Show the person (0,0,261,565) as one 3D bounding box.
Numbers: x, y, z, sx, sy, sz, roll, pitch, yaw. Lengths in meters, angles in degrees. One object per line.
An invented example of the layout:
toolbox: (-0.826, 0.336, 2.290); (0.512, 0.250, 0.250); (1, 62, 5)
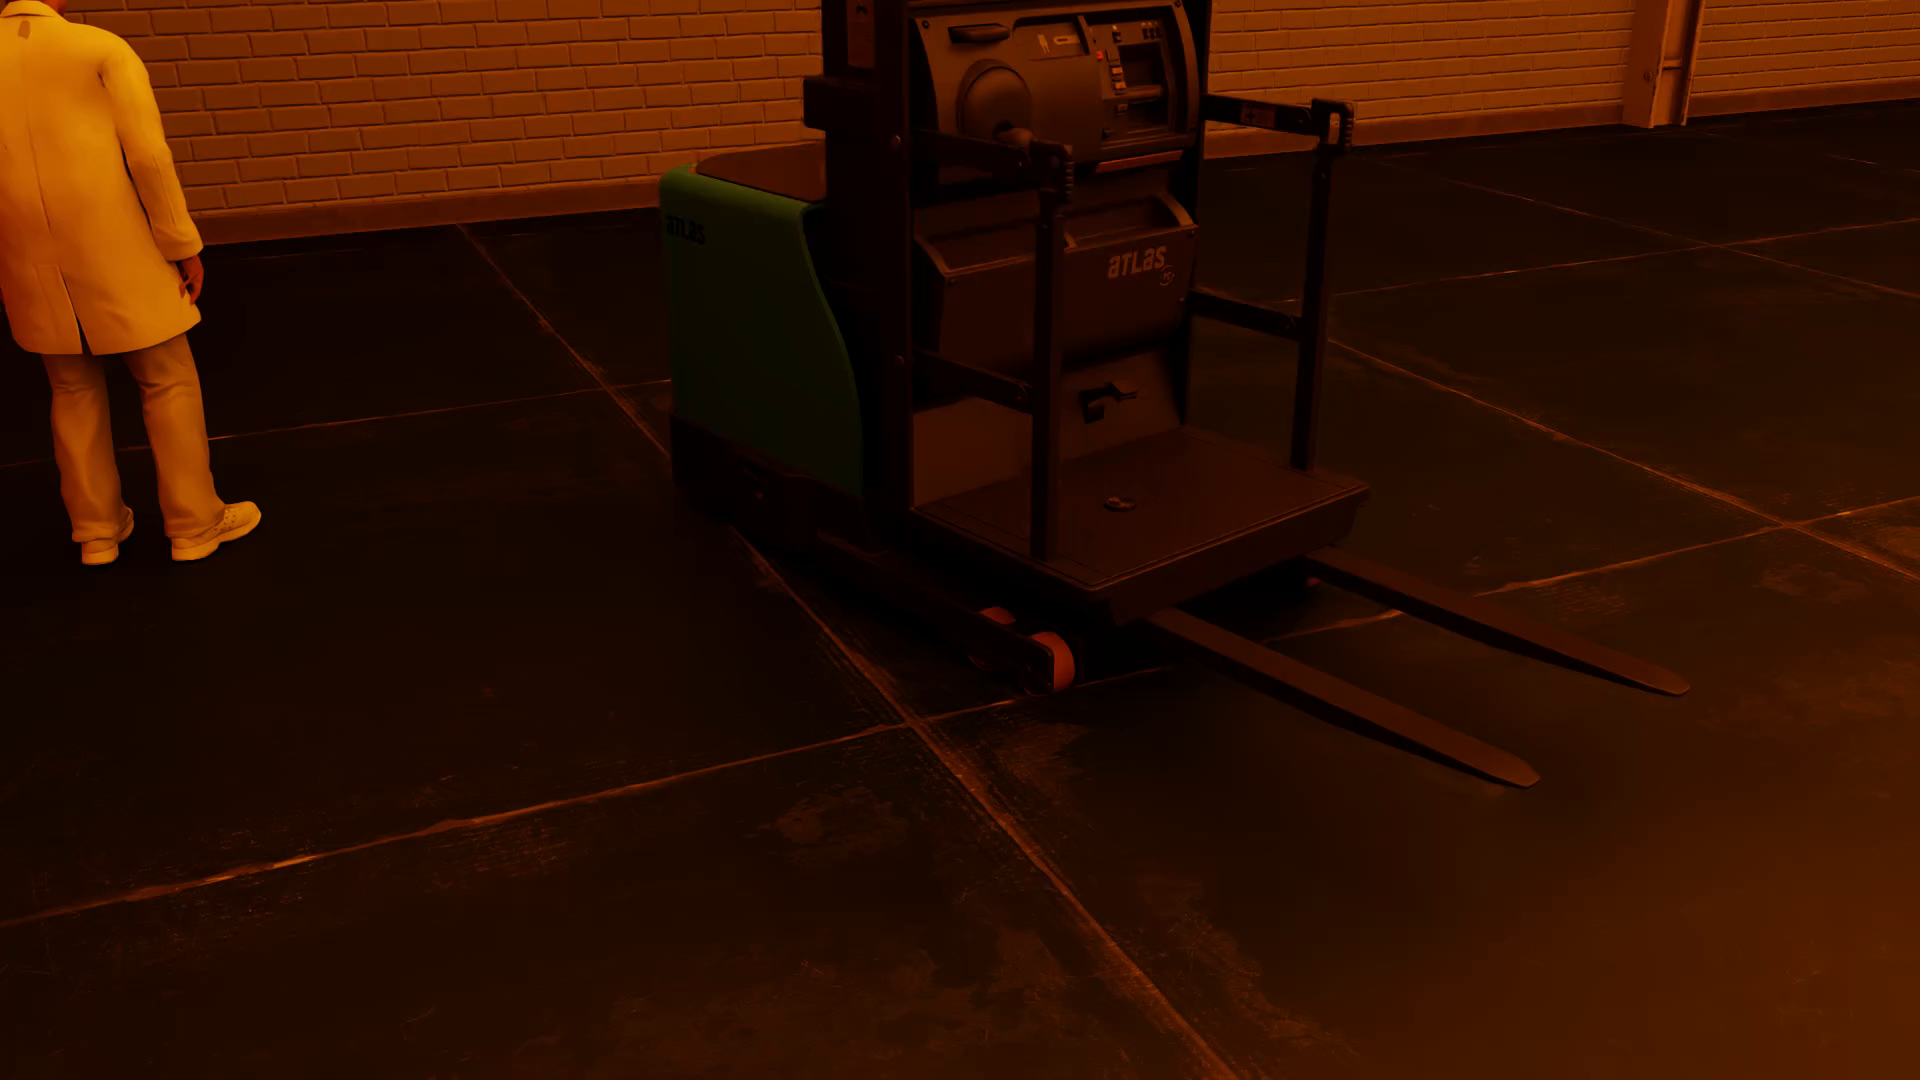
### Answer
person: (-2.473, -0.796, 4.712); (0.643, 1.772, 0.429); (-2, 23, -4)

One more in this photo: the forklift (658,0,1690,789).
forklift: (0.407, -1.177, 4.119); (1.130, 2.935, 3.031); (-18, 29, -37)
